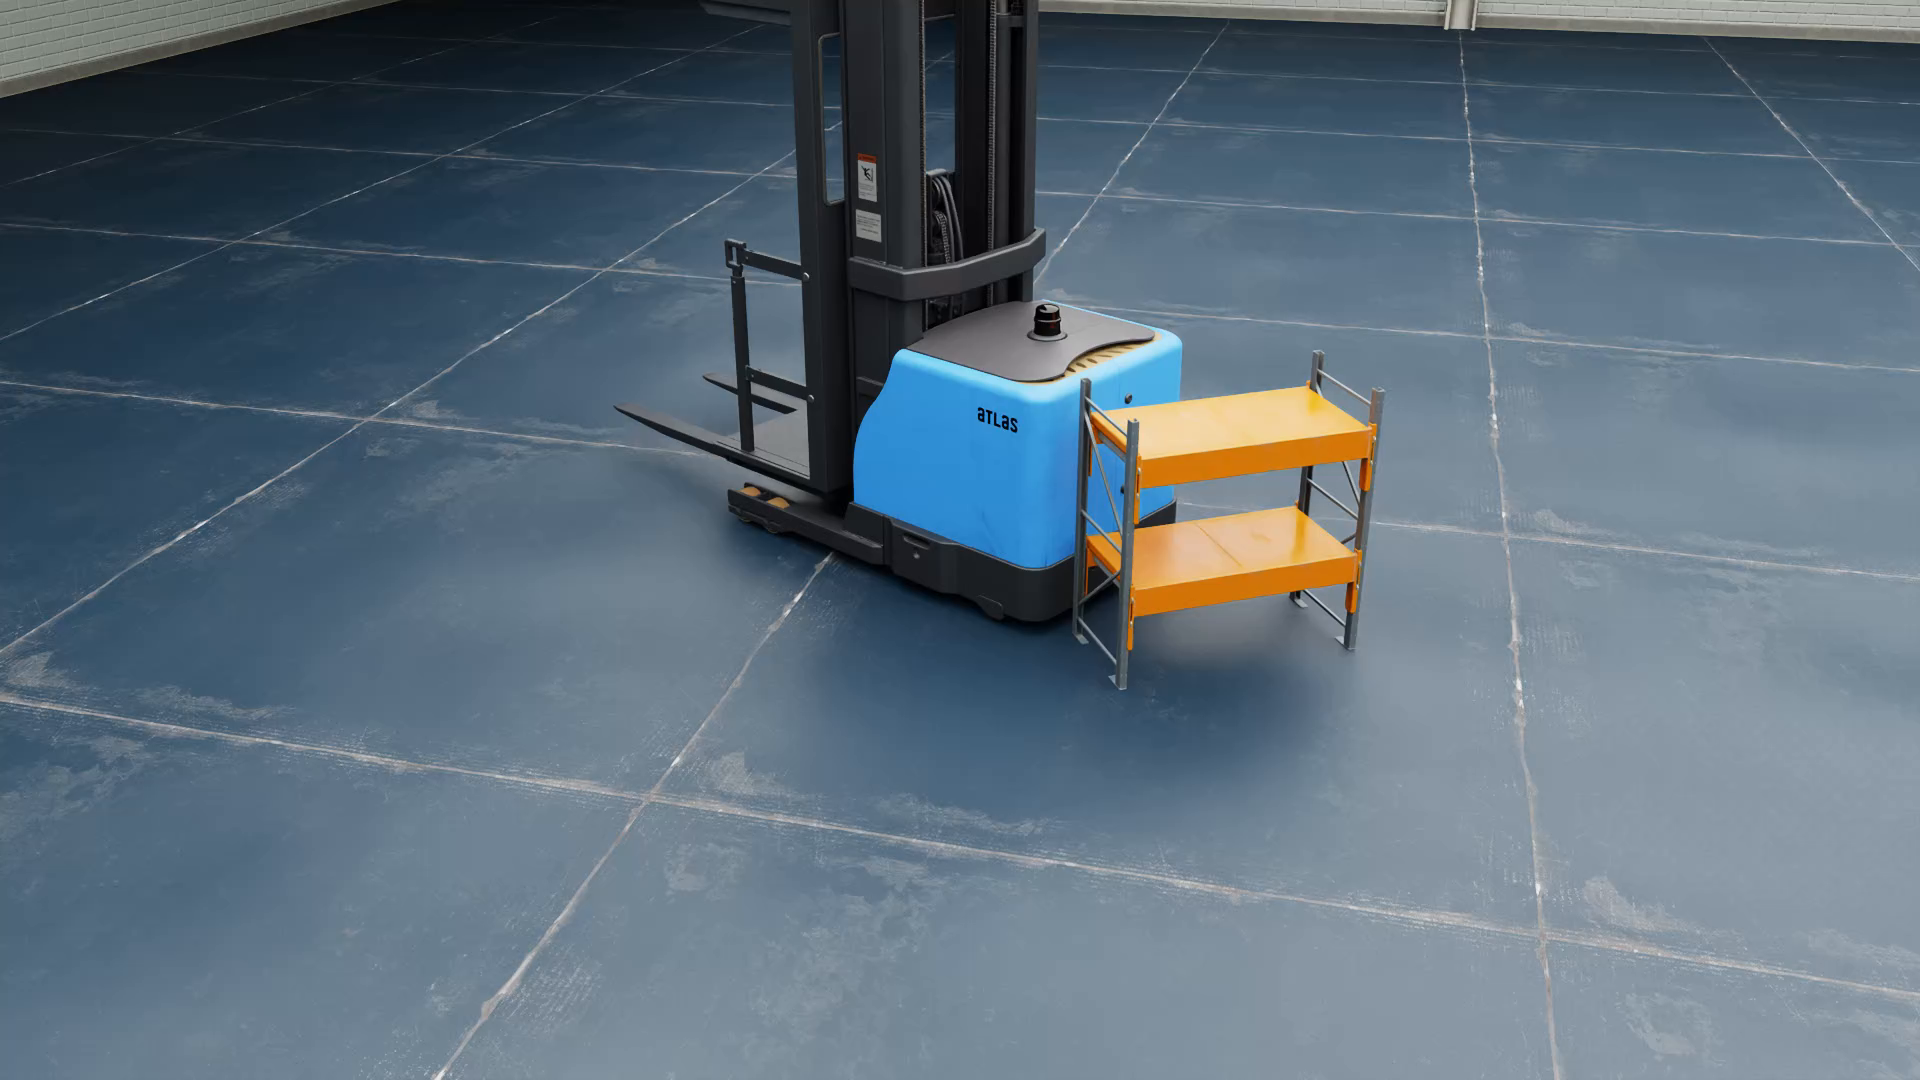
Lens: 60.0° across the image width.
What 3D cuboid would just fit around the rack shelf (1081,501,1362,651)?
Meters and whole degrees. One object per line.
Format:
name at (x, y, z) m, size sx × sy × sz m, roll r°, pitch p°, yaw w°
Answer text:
rack shelf at (1.042, 0.131, 6.736) m, size 1.000 × 0.278 × 0.538 m, roll -8°, pitch 27°, yaw -17°

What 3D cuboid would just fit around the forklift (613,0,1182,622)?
forklift at (-0.468, -1.503, 7.497) m, size 3.031 × 2.935 × 1.130 m, roll 21°, pitch 33°, yaw 37°

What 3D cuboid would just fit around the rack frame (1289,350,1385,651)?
rack frame at (1.524, -0.159, 6.776) m, size 0.032 × 1.125 × 0.500 m, roll -8°, pitch 27°, yaw -17°

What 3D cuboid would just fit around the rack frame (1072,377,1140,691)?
rack frame at (0.560, -0.021, 6.486) m, size 0.032 × 1.125 × 0.500 m, roll -8°, pitch 27°, yaw -17°

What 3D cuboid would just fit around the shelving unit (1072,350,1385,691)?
shelving unit at (1.042, -0.090, 6.631) m, size 1.048 × 1.125 × 0.538 m, roll -8°, pitch 27°, yaw -17°

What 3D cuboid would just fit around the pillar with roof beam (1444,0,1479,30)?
pillar with roof beam at (5.515, -9.026, 16.240) m, size 0.400 × 9.000 × 9.100 m, roll 6°, pitch 26°, yaw 13°

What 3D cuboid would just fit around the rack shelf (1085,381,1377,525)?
rack shelf at (1.042, -0.354, 6.505) m, size 1.000 × 0.278 × 0.538 m, roll -8°, pitch 27°, yaw -17°
